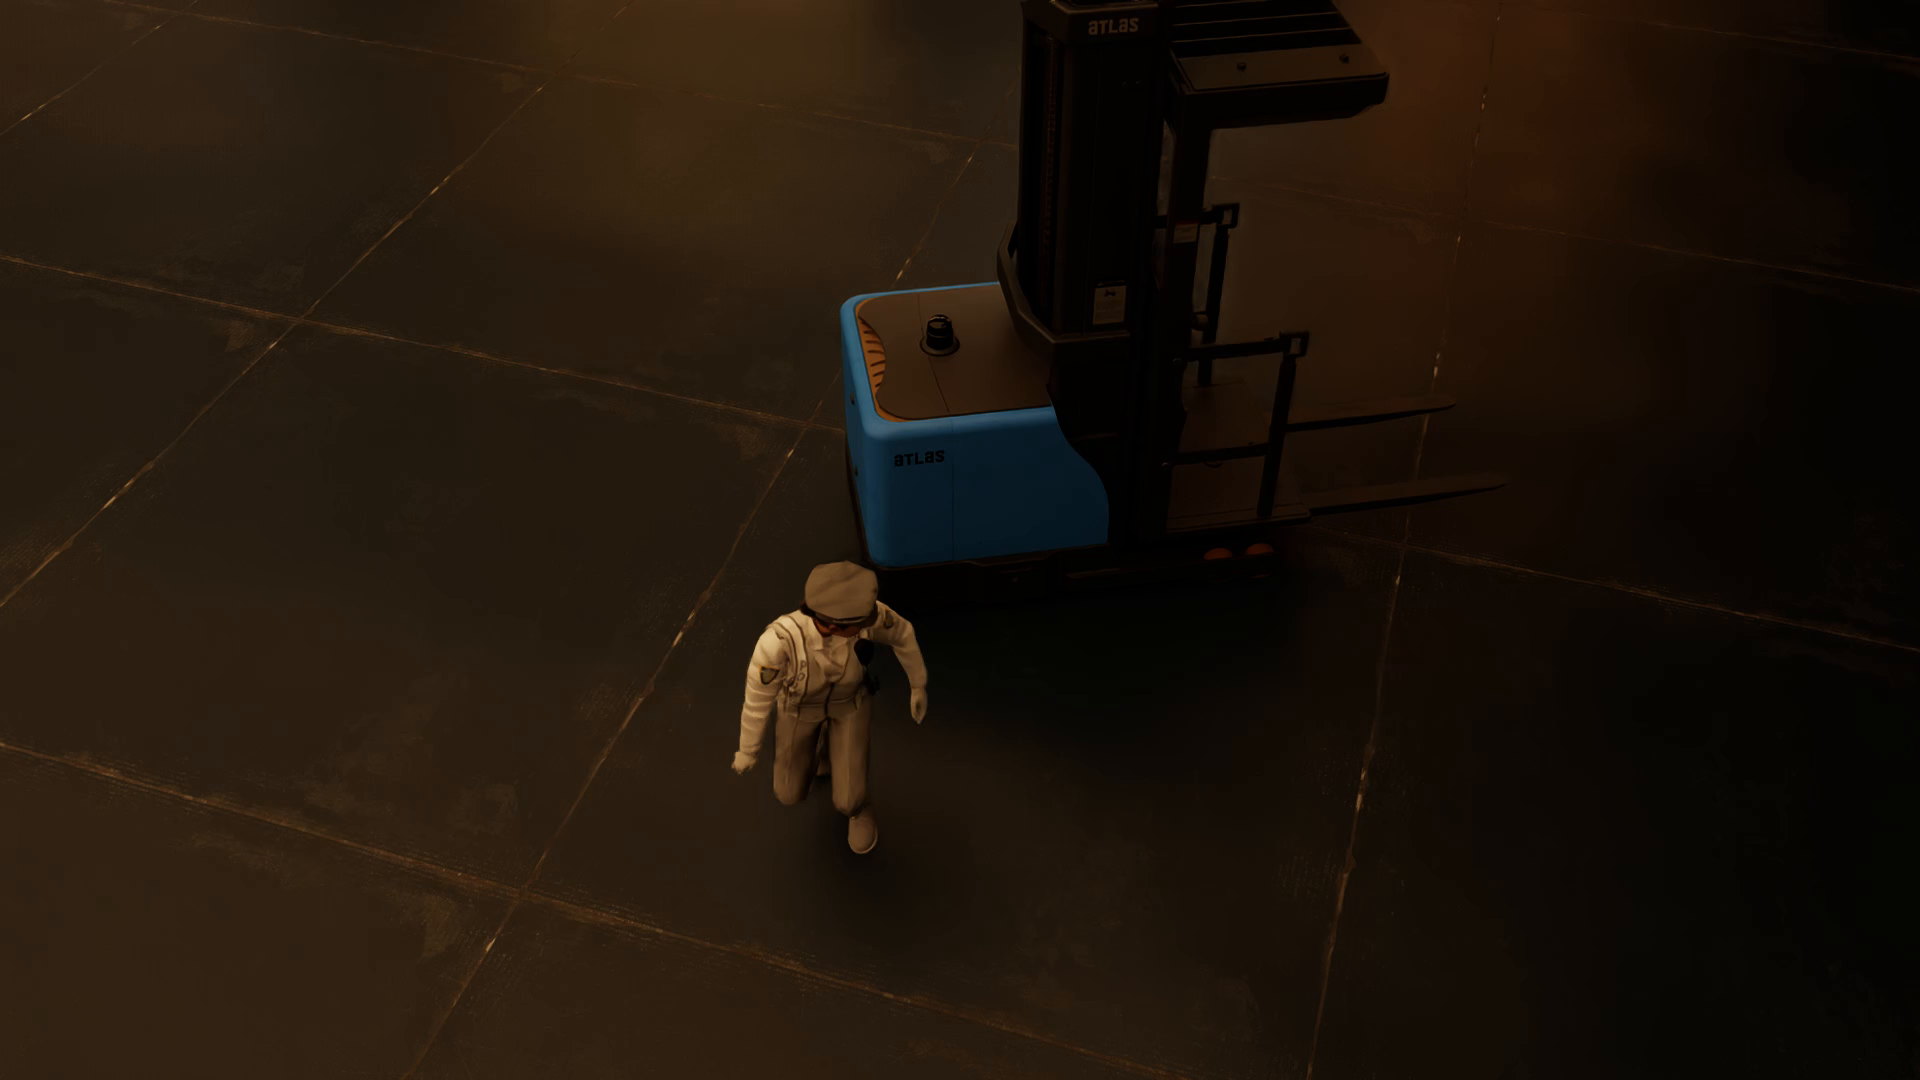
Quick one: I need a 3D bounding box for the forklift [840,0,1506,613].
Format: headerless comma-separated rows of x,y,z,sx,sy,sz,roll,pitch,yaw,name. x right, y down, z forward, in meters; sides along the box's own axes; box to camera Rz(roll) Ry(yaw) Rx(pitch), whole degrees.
1.015,-1.226,7.007,3.031,2.935,1.130,-7,43,-7,forklift

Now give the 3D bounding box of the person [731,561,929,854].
-0.492,0.571,6.175,0.757,1.466,0.610,-5,43,-6,person
